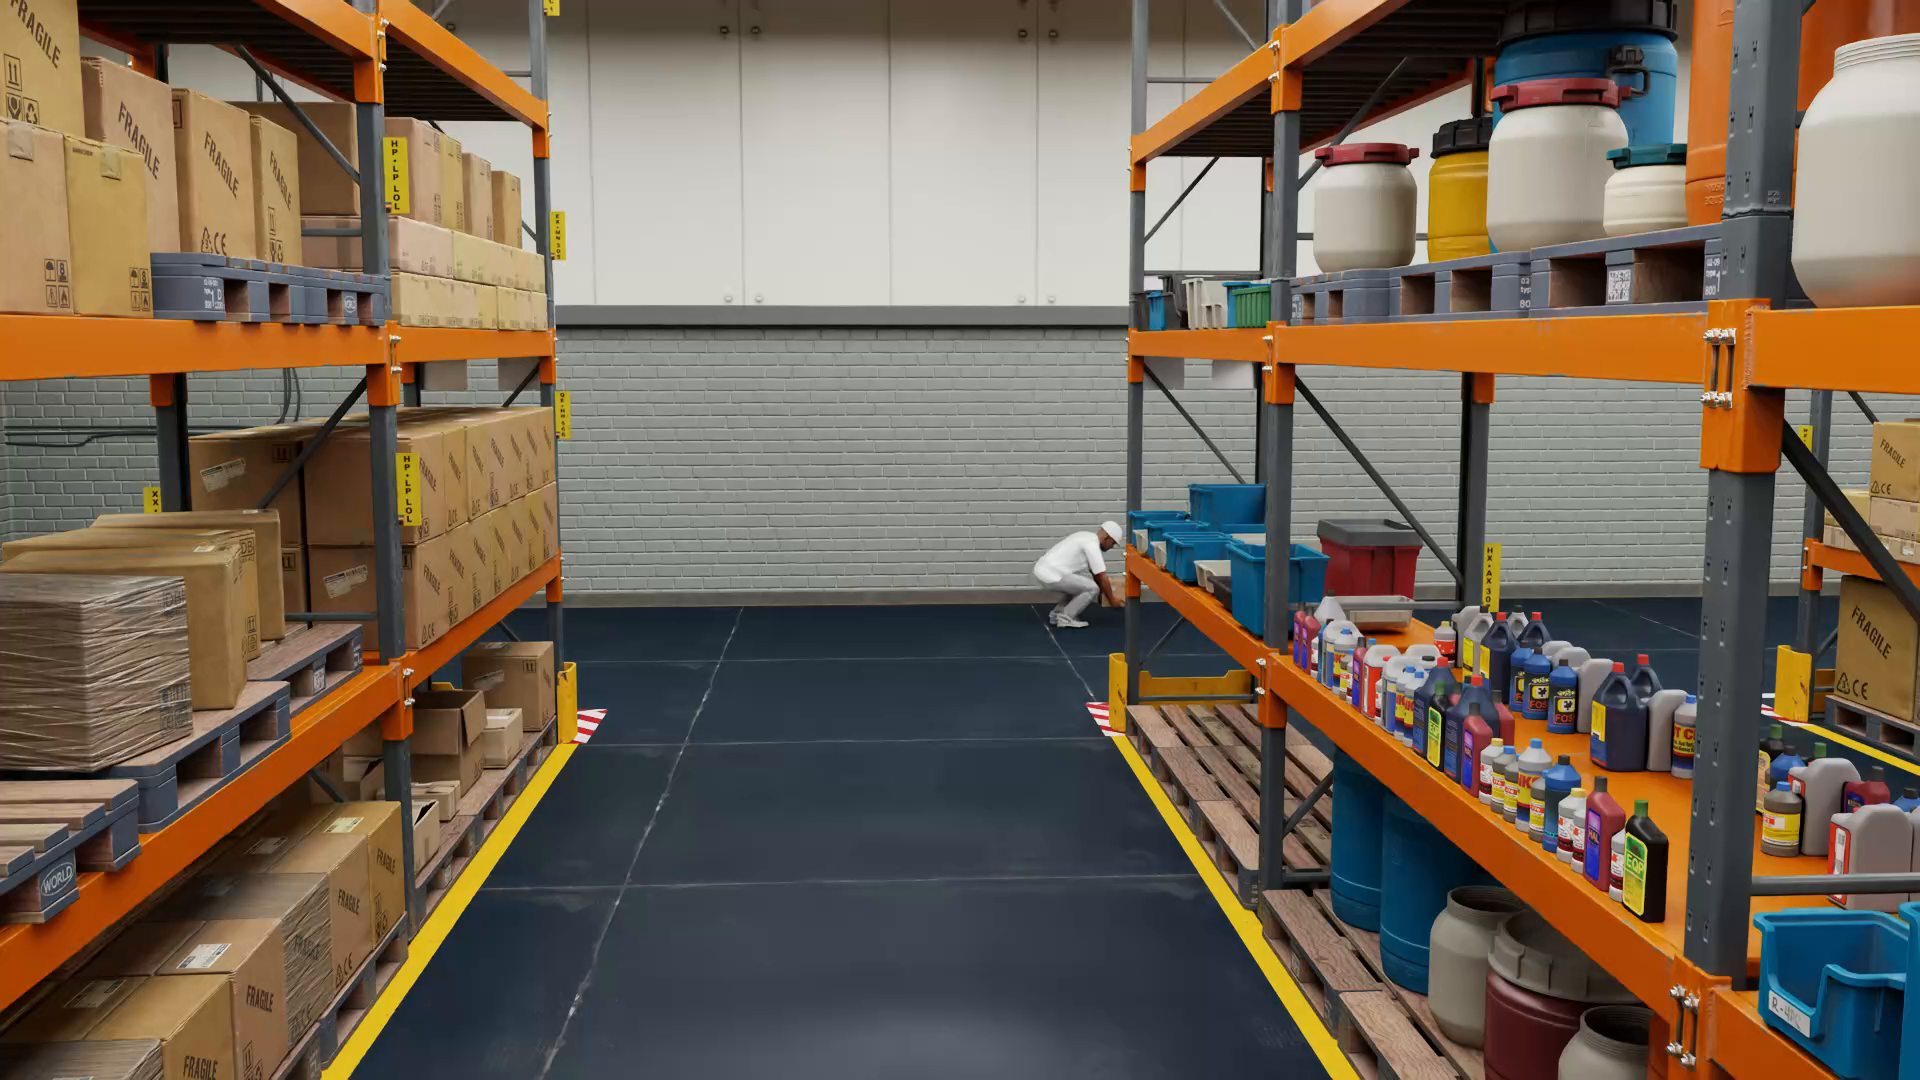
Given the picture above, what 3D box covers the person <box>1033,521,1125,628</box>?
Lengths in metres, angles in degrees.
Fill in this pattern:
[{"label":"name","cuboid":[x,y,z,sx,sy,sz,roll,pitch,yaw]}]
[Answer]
[{"label":"person","cuboid":[1.152,0.327,16.106,0.887,1.016,0.541,-1,7,-5]}]
